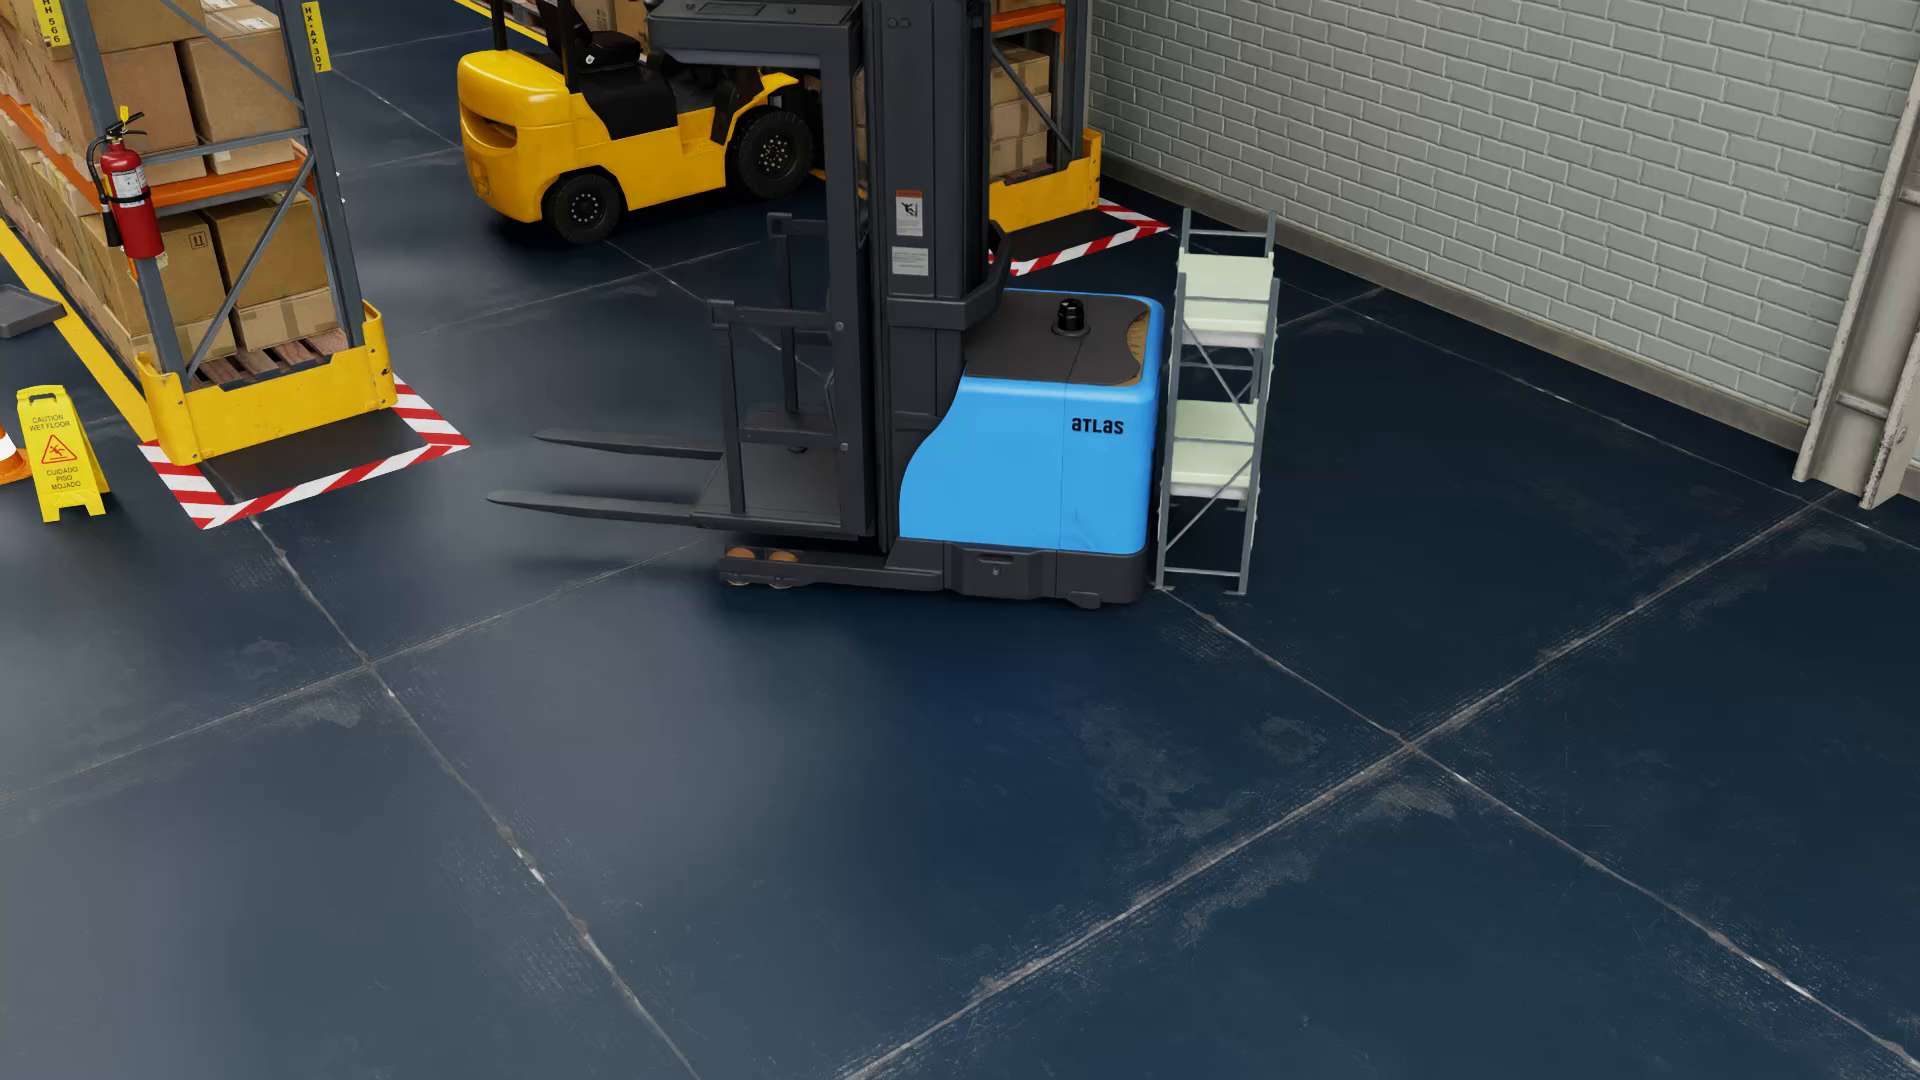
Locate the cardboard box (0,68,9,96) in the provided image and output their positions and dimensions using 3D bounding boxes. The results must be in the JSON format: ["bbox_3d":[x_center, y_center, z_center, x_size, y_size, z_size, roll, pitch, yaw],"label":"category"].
[{"bbox_3d":[-5.255,-2.650,9.411,0.380,0.149,0.250,-22,38,-31],"label":"cardboard box"}]

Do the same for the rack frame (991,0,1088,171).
[{"bbox_3d":[0.400,-3.468,10.491,1.000,3.000,0.127,-22,38,-31],"label":"rack frame"}]

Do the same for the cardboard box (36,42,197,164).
[{"bbox_3d":[-4.070,-2.166,8.018,0.500,0.500,0.500,-23,39,-32],"label":"cardboard box"}]

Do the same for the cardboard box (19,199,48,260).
[{"bbox_3d":[-5.487,-1.986,10.312,0.500,0.250,0.500,-20,37,-29],"label":"cardboard box"}]

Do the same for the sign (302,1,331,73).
[{"bbox_3d":[-3.091,-2.404,7.957,0.100,0.325,0.005,-22,38,-31],"label":"sign"}]

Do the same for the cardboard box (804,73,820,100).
[{"bbox_3d":[-0.778,-3.213,11.815,0.500,0.250,0.500,-23,39,-32],"label":"cardboard box"}]

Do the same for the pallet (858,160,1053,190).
[{"bbox_3d":[-0.103,-2.589,11.718,1.003,0.211,1.213,-22,38,-31],"label":"pallet"}]

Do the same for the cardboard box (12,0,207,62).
[{"bbox_3d":[-4.005,-2.596,7.763,0.700,0.500,0.500,-23,39,-33],"label":"cardboard box"}]

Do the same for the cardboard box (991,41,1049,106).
[{"bbox_3d":[0.254,-3.165,11.263,0.500,0.250,0.500,-23,39,-32],"label":"cardboard box"}]

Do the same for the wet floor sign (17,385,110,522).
[{"bbox_3d":[-4.248,-0.435,7.839,0.267,0.644,0.232,-10,33,-15],"label":"wet floor sign"}]

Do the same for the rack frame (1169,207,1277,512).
[{"bbox_3d":[1.170,-0.791,7.603,0.400,1.500,0.023,4,32,7],"label":"rack frame"}]

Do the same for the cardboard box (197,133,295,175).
[{"bbox_3d":[-3.564,-1.962,8.305,0.380,0.149,0.250,-22,38,-31],"label":"cardboard box"}]

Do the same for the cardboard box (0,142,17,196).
[{"bbox_3d":[-5.823,-2.523,10.467,0.500,0.500,0.500,-20,37,-29],"label":"cardboard box"}]

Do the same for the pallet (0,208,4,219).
[{"bbox_3d":[-6.451,-2.667,11.844,1.003,0.211,1.213,-22,38,-31],"label":"pallet"}]

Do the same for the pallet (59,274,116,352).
[{"bbox_3d":[-4.780,-1.566,10.071,1.003,0.211,1.213,-22,38,-31],"label":"pallet"}]

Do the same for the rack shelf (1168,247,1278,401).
[{"bbox_3d":[1.118,-0.932,7.089,0.431,0.370,0.720,4,32,7],"label":"rack shelf"}]

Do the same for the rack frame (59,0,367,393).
[{"bbox_3d":[-3.519,-1.860,7.903,1.000,3.000,0.127,-22,38,-31],"label":"rack frame"}]

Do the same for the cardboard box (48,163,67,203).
[{"bbox_3d":[-4.646,-1.952,8.932,0.380,0.149,0.250,-22,38,-31],"label":"cardboard box"}]

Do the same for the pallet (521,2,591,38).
[{"bbox_3d":[-3.288,-4.754,15.204,1.003,0.211,1.213,-22,38,-31],"label":"pallet"}]

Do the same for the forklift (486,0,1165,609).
[{"bbox_3d":[-0.631,-1.296,7.059,3.031,2.935,1.130,5,32,7],"label":"forklift"}]

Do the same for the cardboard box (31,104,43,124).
[{"bbox_3d":[-4.757,-2.351,8.930,0.380,0.149,0.250,-23,38,-32],"label":"cardboard box"}]

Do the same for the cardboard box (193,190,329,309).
[{"bbox_3d":[-3.810,-1.625,9.020,0.500,0.500,0.500,-24,39,-33],"label":"cardboard box"}]

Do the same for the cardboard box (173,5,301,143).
[{"bbox_3d":[-3.590,-2.316,8.260,0.500,0.500,0.500,-23,39,-32],"label":"cardboard box"}]

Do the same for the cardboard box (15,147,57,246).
[{"bbox_3d":[-5.169,-2.087,9.765,0.500,0.500,0.500,-20,37,-29],"label":"cardboard box"}]

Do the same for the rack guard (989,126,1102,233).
[{"bbox_3d":[0.414,-2.396,11.134,1.175,0.500,0.348,-22,38,-31],"label":"rack guard"}]

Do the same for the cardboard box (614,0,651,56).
[{"bbox_3d":[-2.382,-4.518,14.035,0.875,0.625,0.625,-20,37,-29],"label":"cardboard box"}]

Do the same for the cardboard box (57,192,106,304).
[{"bbox_3d":[-4.539,-1.655,9.070,0.500,0.500,0.500,-21,37,-30],"label":"cardboard box"}]

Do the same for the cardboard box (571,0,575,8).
[{"bbox_3d":[-3.315,-5.157,15.063,0.875,0.625,0.625,-24,39,-33],"label":"cardboard box"}]

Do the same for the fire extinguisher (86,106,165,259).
[{"bbox_3d":[-3.813,-1.631,7.606,0.296,0.674,0.183,-22,38,-31],"label":"fire extinguisher"}]

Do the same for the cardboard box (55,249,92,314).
[{"bbox_3d":[-4.864,-1.555,9.619,0.500,0.250,0.500,-24,39,-33],"label":"cardboard box"}]

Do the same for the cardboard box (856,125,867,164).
[{"bbox_3d":[-0.436,-2.782,11.595,0.500,0.250,0.500,-22,38,-31],"label":"cardboard box"}]

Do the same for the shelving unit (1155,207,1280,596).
[{"bbox_3d":[1.118,-0.600,7.295,0.431,1.500,0.755,4,32,7],"label":"shelving unit"}]

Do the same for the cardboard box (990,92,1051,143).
[{"bbox_3d":[0.275,-2.954,11.397,0.500,0.250,0.500,-21,38,-31],"label":"cardboard box"}]

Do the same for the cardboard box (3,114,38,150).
[{"bbox_3d":[-5.310,-2.402,9.658,0.380,0.149,0.250,-20,37,-29],"label":"cardboard box"}]

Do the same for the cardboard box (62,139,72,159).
[{"bbox_3d":[-4.301,-2.024,8.404,0.380,0.149,0.250,-23,39,-32],"label":"cardboard box"}]

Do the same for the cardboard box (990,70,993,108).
[{"bbox_3d":[-0.129,-2.994,10.988,0.500,0.250,0.500,-21,37,-30],"label":"cardboard box"}]

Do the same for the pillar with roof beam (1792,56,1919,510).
[{"bbox_3d":[0.963,-2.705,3.576,9.100,9.000,0.400,-22,38,-31],"label":"pillar with roof beam"}]

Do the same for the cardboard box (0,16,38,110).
[{"bbox_3d":[-4.677,-2.586,8.694,0.500,0.500,0.500,-22,38,-32],"label":"cardboard box"}]

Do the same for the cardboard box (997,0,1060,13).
[{"bbox_3d":[0.315,-3.807,10.941,0.500,0.500,0.500,-21,37,-30],"label":"cardboard box"}]

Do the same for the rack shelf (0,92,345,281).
[{"bbox_3d":[-4.746,-2.388,9.434,1.077,0.370,4.000,-22,38,-31],"label":"rack shelf"}]

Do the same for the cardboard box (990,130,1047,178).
[{"bbox_3d":[0.253,-2.746,11.537,0.500,0.250,0.500,-22,38,-31],"label":"cardboard box"}]

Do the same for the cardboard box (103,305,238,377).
[{"bbox_3d":[-4.242,-1.131,8.936,0.500,0.250,0.500,-22,38,-32],"label":"cardboard box"}]

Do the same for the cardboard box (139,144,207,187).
[{"bbox_3d":[-3.917,-1.840,8.108,0.380,0.149,0.250,-21,37,-30],"label":"cardboard box"}]
